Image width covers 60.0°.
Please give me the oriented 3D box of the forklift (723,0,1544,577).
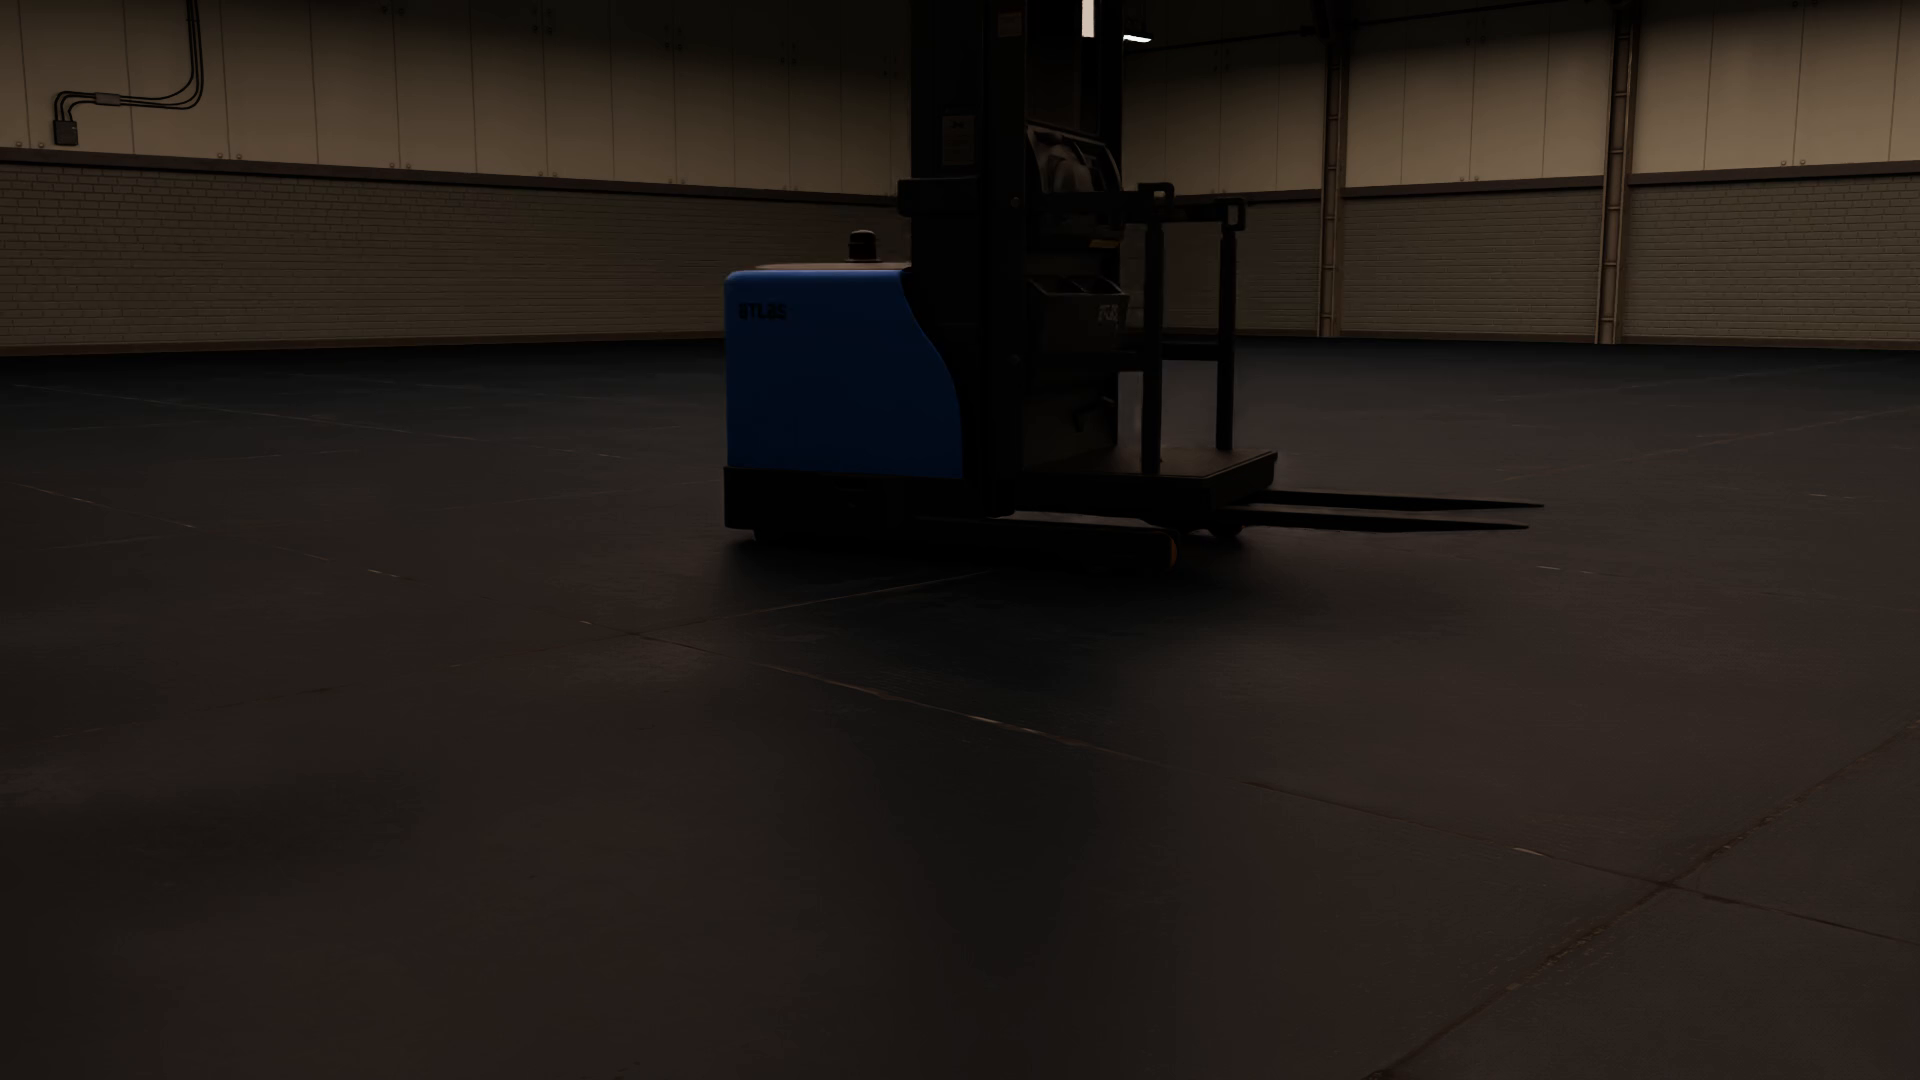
[{"bbox_3d":[0.626,-1.409,6.228,3.031,2.935,1.130,4,9,24],"label":"forklift"}]
